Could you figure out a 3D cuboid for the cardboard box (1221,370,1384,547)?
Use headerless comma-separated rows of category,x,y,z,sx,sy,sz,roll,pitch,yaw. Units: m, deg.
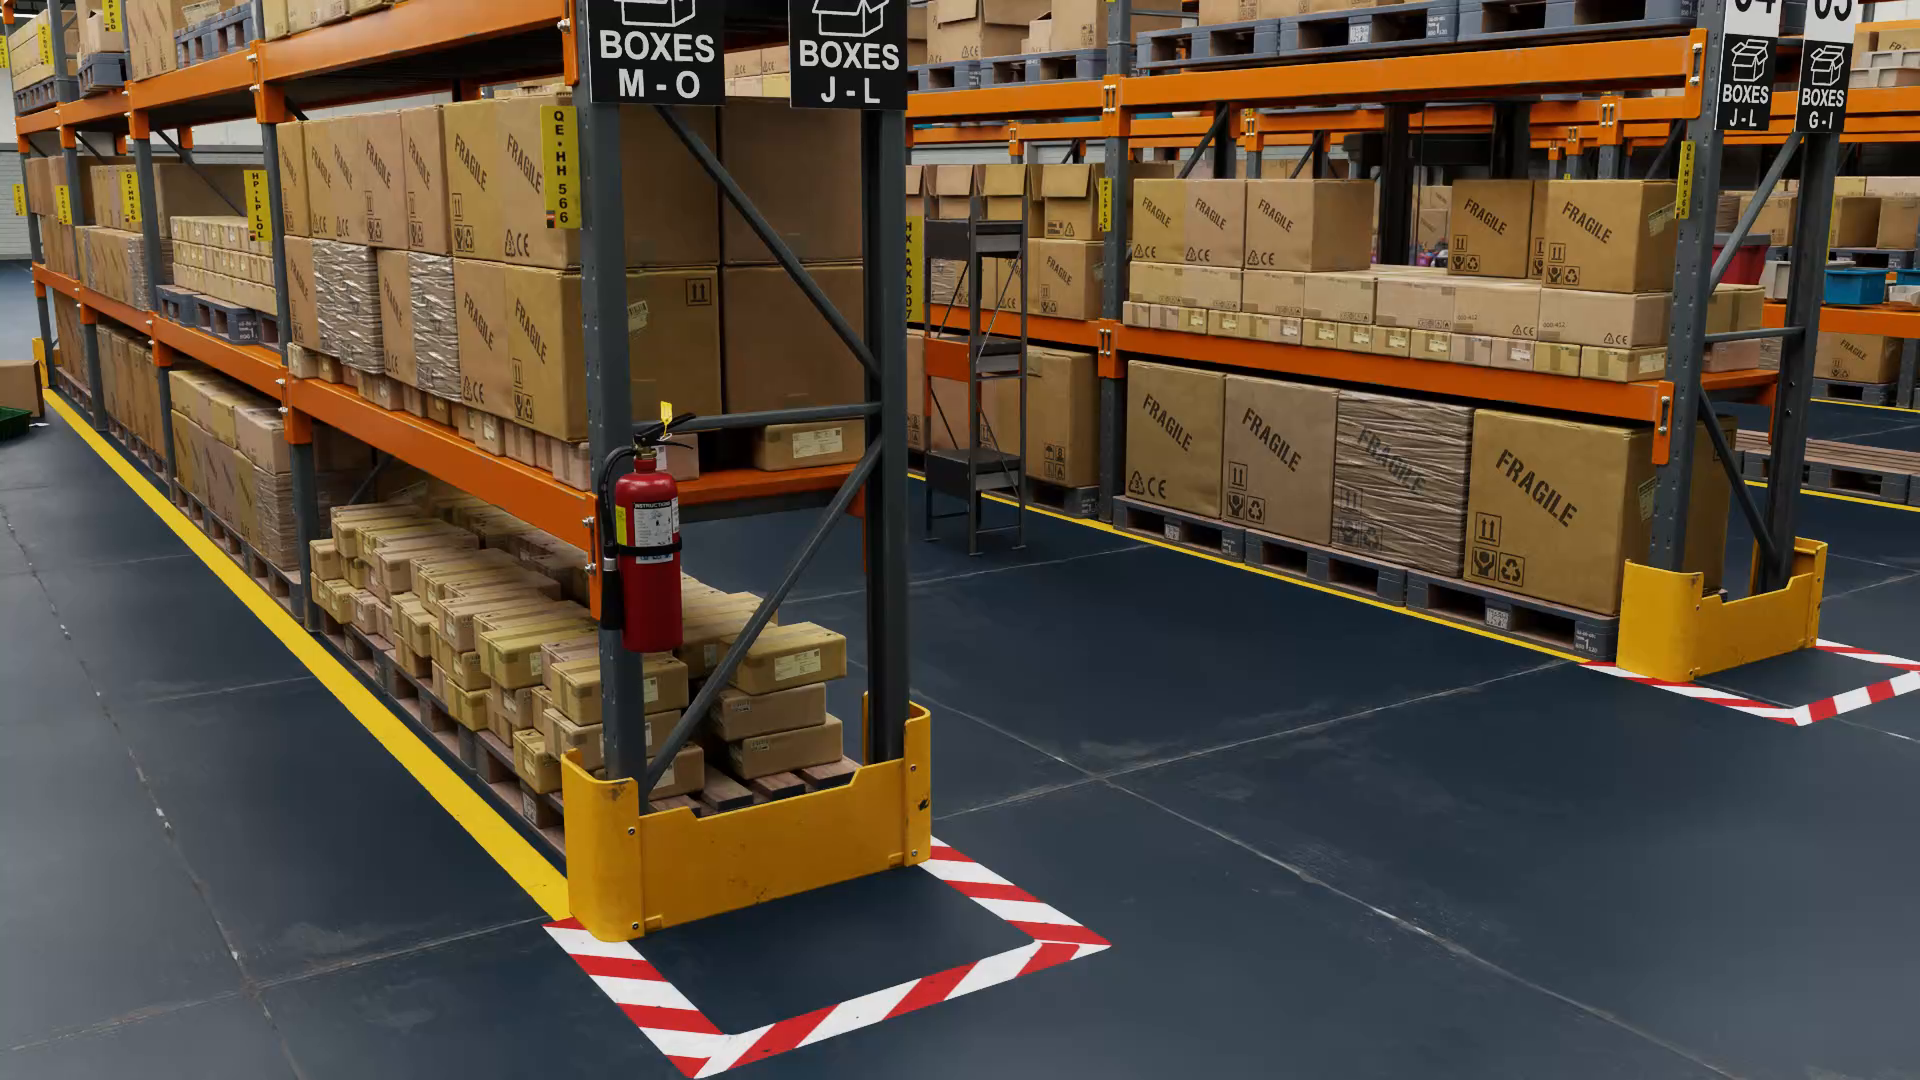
cardboard box,2.155,-0.516,9.690,0.875,0.875,0.875,-8,15,-33

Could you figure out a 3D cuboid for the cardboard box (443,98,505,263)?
cardboard box,-1.353,-1.180,5.465,0.500,0.500,0.500,-9,15,-35

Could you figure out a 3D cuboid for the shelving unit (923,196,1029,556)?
shelving unit,0.092,-0.996,10.003,0.431,2.100,0.503,-8,15,-33

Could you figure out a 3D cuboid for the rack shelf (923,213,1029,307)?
rack shelf,0.092,-1.667,9.856,0.431,0.518,0.480,-8,15,-33

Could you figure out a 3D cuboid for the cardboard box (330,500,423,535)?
cardboard box,-2.809,-0.084,8.022,0.380,0.149,0.250,-7,14,-30

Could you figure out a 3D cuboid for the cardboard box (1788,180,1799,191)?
cardboard box,11.296,-4.744,22.254,0.380,0.149,0.250,-11,16,-40

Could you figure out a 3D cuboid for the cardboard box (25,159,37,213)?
cardboard box,-9.303,-3.731,17.523,0.875,0.550,0.550,-8,15,-33

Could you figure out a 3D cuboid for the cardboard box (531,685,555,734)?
cardboard box,-1.241,0.574,5.709,0.380,0.149,0.250,-9,15,-34

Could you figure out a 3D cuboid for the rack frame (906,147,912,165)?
rack frame,-0.859,-2.347,14.073,1.000,3.000,0.127,-8,15,-33

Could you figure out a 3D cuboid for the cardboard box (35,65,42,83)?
cardboard box,-8.291,-4.294,15.324,0.380,0.149,0.250,-8,15,-32

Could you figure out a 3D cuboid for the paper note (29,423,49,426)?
paper note,-8.386,-1.052,15.098,0.142,0.020,0.147,4,13,16

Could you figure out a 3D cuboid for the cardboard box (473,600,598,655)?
cardboard box,-1.547,0.341,6.077,0.380,0.149,0.250,-9,15,-35

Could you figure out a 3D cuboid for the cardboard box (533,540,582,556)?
cardboard box,-1.630,0.086,7.245,0.380,0.149,0.250,-9,15,-35

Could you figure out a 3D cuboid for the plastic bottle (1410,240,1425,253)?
plastic bottle,4.141,-2.560,15.164,0.144,0.351,0.185,-8,15,-33

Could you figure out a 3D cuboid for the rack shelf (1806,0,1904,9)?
rack shelf,8.498,-5.547,17.284,1.077,0.370,4.000,-8,15,-33

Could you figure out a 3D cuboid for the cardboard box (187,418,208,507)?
cardboard box,-4.583,-0.517,10.573,0.500,0.500,0.500,-8,15,-32

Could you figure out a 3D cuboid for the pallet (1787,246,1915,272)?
pallet,9.254,-2.869,16.909,1.003,0.211,1.213,-8,15,-33

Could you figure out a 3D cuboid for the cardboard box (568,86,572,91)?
cardboard box,-3.953,-4.808,17.722,0.380,0.149,0.250,-9,15,-34

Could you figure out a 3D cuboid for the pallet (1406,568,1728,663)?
pallet,3.065,0.305,8.473,1.003,0.211,1.213,-8,15,-33

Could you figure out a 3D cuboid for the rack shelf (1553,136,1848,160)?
rack shelf,10.404,-5.576,23.499,1.077,0.370,4.000,-8,15,-33

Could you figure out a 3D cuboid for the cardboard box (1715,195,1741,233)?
cardboard box,8.181,-3.489,18.078,0.700,0.500,0.500,-5,13,-22

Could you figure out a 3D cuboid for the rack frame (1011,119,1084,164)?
rack frame,1.048,-3.645,20.007,1.000,3.000,0.127,-8,15,-33

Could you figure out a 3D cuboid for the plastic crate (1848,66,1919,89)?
plastic crate,6.345,-3.185,11.502,0.437,0.136,0.530,-8,15,-33

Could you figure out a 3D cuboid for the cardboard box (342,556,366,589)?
cardboard box,-2.678,0.112,7.821,0.380,0.149,0.250,-8,15,-32

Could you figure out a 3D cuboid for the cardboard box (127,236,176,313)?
cardboard box,-5.517,-1.875,11.681,0.500,0.500,0.500,-8,15,-33

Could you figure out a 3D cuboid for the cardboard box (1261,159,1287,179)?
cardboard box,4.642,-5.081,23.304,0.700,0.500,0.500,-8,15,-33

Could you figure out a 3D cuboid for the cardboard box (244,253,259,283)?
cardboard box,-3.650,-1.481,9.022,0.380,0.149,0.250,-9,15,-35

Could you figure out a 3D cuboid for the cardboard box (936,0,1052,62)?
cardboard box,0.291,-3.707,12.047,0.797,0.503,0.637,-8,15,-34

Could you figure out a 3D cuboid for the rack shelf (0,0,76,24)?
rack shelf,-8.368,-5.229,15.829,1.077,0.370,4.000,-8,15,-33

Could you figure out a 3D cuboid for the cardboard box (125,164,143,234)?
cardboard box,-5.852,-2.577,12.551,0.700,0.500,0.500,-8,15,-34

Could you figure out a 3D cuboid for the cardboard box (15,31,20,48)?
cardboard box,-9.137,-4.955,16.481,0.380,0.149,0.250,-8,15,-32

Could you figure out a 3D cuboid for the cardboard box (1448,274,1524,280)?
cardboard box,2.963,-1.295,8.918,0.500,0.250,0.500,-9,15,-35

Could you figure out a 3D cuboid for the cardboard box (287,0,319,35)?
cardboard box,-2.506,-2.257,6.992,0.500,0.250,0.500,-8,15,-34

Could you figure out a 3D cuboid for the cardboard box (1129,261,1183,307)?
cardboard box,1.400,-1.593,10.281,0.500,0.250,0.500,-8,15,-34

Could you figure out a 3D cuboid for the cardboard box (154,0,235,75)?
cardboard box,-4.385,-2.983,9.725,0.500,0.500,0.500,-8,15,-33

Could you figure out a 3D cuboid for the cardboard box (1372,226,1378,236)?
cardboard box,5.483,-4.075,22.325,0.500,0.250,0.500,-7,14,-29

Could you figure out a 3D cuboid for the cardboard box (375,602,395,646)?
cardboard box,-2.383,0.348,7.438,0.380,0.149,0.250,-8,15,-34

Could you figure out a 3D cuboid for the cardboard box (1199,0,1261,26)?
cardboard box,1.841,-3.272,9.830,0.700,0.500,0.500,-9,15,-36

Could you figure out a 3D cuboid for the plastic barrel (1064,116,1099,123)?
plastic barrel,1.511,-5.290,19.337,0.600,0.901,0.708,-8,15,-33

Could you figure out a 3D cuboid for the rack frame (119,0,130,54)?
rack frame,-5.044,-4.709,10.830,1.000,3.000,0.127,-8,15,-33

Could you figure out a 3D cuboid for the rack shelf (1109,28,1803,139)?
rack shelf,2.465,-2.394,8.950,1.077,0.370,4.000,-8,15,-33

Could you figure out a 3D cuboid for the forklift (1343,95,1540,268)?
forklift,3.182,-1.713,11.333,1.130,2.935,3.031,1,12,3

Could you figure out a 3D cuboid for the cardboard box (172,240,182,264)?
cardboard box,-4.943,-1.896,10.920,0.380,0.149,0.250,-7,14,-30

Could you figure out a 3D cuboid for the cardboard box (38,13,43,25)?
cardboard box,-7.868,-4.548,14.620,0.380,0.149,0.250,-8,15,-33

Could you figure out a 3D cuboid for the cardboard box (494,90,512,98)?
cardboard box,-5.268,-5.223,19.620,0.380,0.149,0.250,-8,15,-32

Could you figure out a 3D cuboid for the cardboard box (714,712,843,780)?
cardboard box,-0.635,0.701,5.824,0.380,0.149,0.250,-8,15,-32

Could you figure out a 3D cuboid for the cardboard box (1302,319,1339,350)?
cardboard box,2.109,-1.144,9.160,0.380,0.149,0.250,-9,15,-34

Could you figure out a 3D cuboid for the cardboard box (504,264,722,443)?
cardboard box,-1.075,-0.599,5.149,0.500,0.500,0.500,-8,15,-32

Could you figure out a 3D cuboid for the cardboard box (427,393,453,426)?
cardboard box,-1.828,-0.542,6.406,0.380,0.149,0.250,-8,15,-32

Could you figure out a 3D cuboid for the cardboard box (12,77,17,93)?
cardboard box,-9.553,-4.699,17.176,0.380,0.149,0.250,-8,15,-32

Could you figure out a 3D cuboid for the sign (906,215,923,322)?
sign,-0.160,-0.842,5.166,0.100,0.325,0.005,-8,15,-33

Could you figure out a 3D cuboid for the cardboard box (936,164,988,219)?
cardboard box,0.269,-2.519,12.279,0.797,0.503,0.637,-8,14,-31

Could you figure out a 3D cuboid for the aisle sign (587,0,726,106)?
aisle sign,-0.821,-1.577,4.465,0.394,0.787,0.004,-8,15,-33

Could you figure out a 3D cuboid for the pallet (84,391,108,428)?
pallet,-7.616,-1.272,15.683,1.003,0.211,1.213,-8,15,-33

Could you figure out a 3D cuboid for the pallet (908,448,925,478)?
pallet,0.187,-0.619,12.698,1.003,0.211,1.213,-8,15,-33

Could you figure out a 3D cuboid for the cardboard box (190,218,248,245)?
cardboard box,-4.520,-1.907,10.274,0.380,0.149,0.250,-9,15,-35

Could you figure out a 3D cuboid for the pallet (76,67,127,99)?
pallet,-6.067,-3.458,12.573,1.003,0.211,1.213,-7,14,-30

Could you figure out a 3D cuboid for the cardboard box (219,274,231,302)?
cardboard box,-4.085,-1.475,9.690,0.380,0.149,0.250,-9,15,-35
